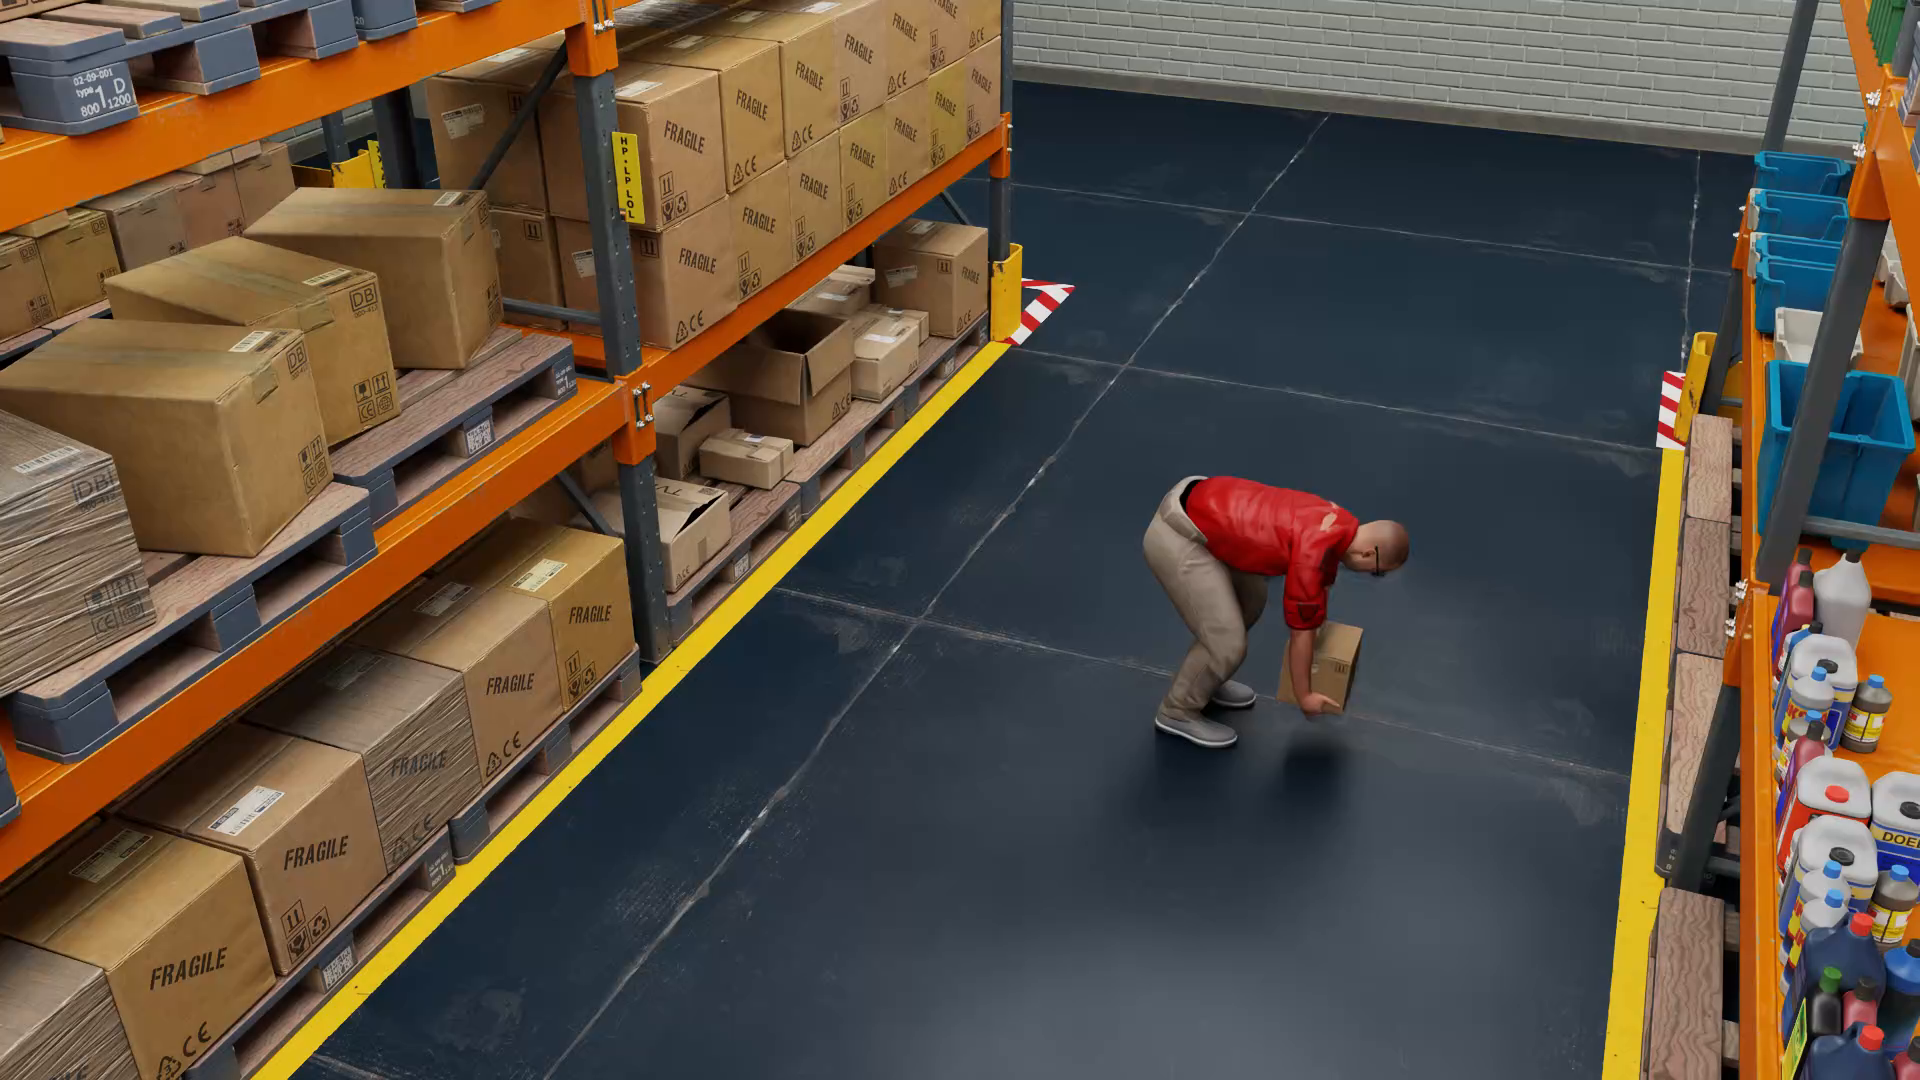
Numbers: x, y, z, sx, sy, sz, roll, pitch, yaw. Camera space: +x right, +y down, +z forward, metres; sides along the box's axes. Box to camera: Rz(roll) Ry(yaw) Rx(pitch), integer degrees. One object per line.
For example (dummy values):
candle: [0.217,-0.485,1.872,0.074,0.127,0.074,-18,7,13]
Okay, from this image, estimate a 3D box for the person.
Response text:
person: [1.173,0.284,6.336,0.963,1.049,0.508,10,31,17]
